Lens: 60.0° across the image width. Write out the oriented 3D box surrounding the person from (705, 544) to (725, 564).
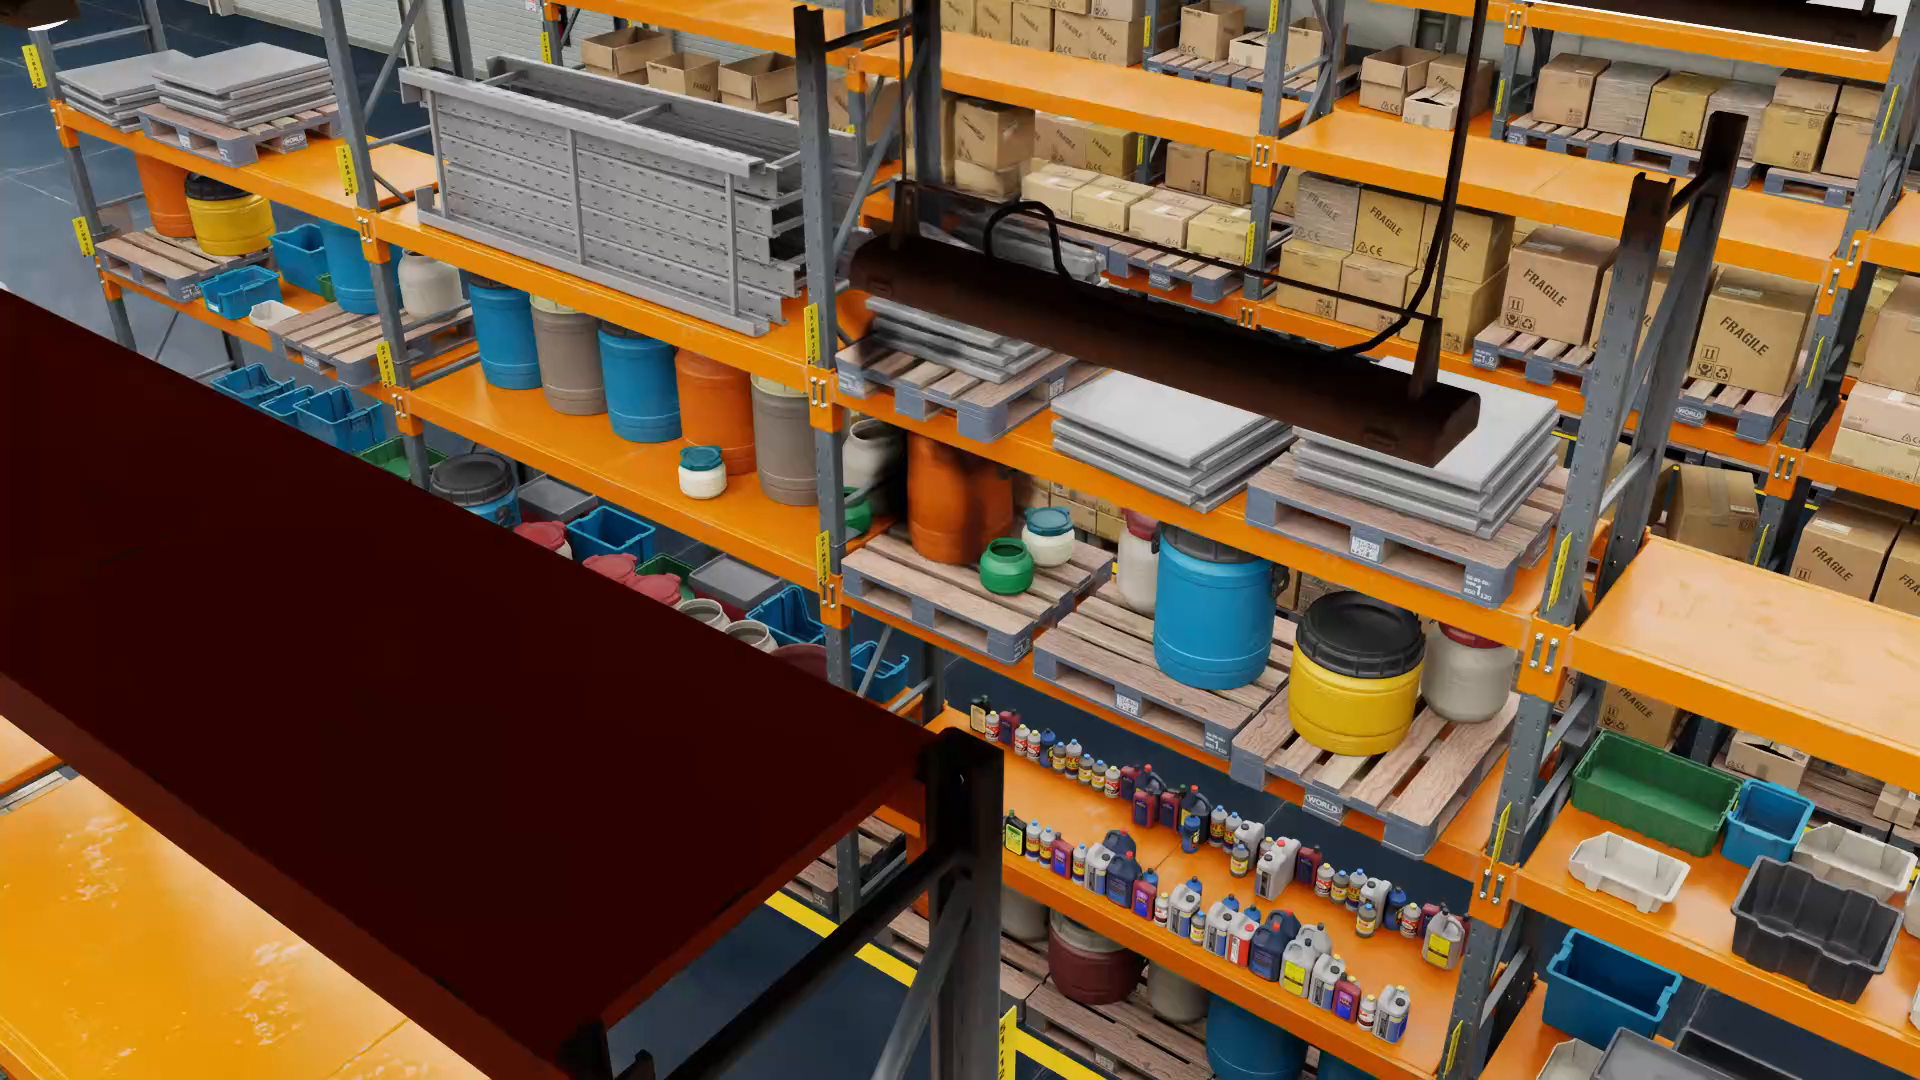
[{"bbox_3d":[-1.923,-0.112,13.818,0.582,1.726,0.658,17,35,26],"label":"person"}]
